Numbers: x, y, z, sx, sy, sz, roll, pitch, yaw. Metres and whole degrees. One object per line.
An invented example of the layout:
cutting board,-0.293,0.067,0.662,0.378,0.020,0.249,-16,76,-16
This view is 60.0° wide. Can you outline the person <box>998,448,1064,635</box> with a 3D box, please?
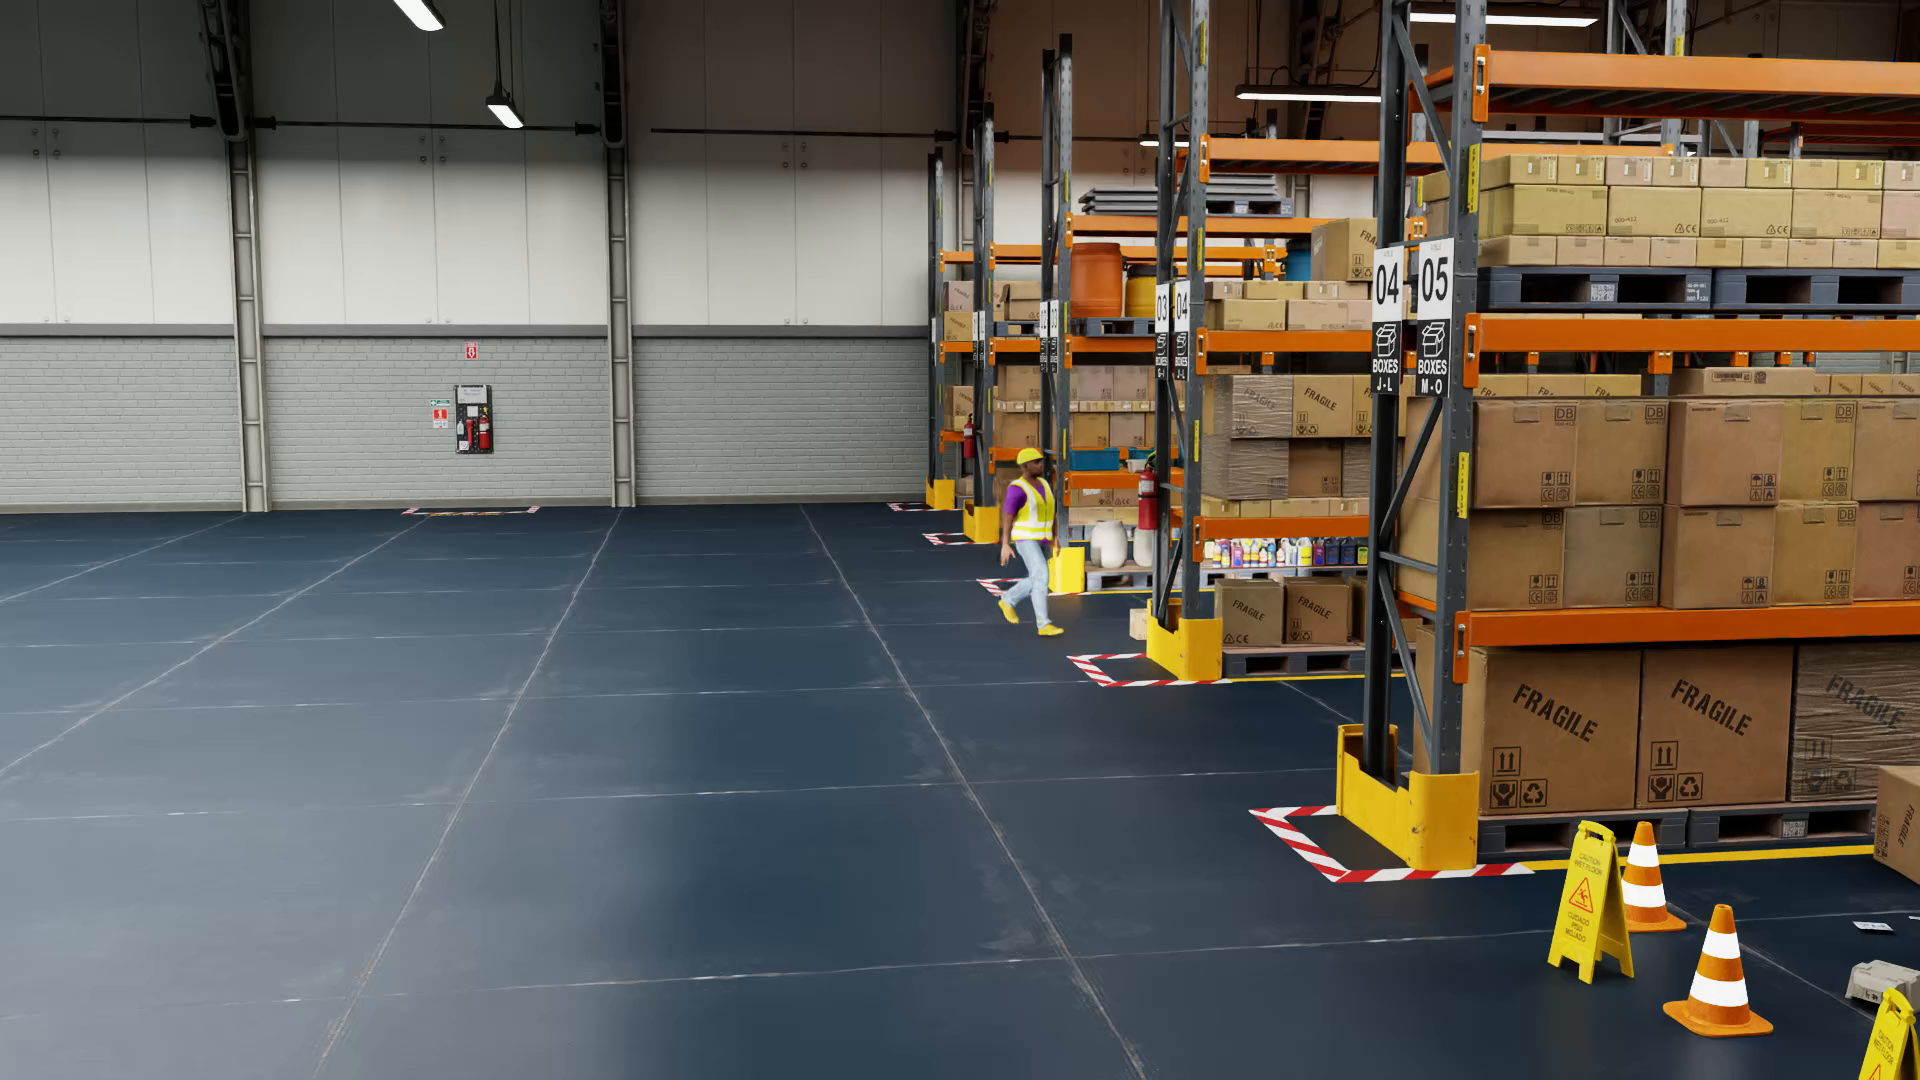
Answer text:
person,0.651,0.004,15.612,0.930,1.739,0.660,5,8,40
